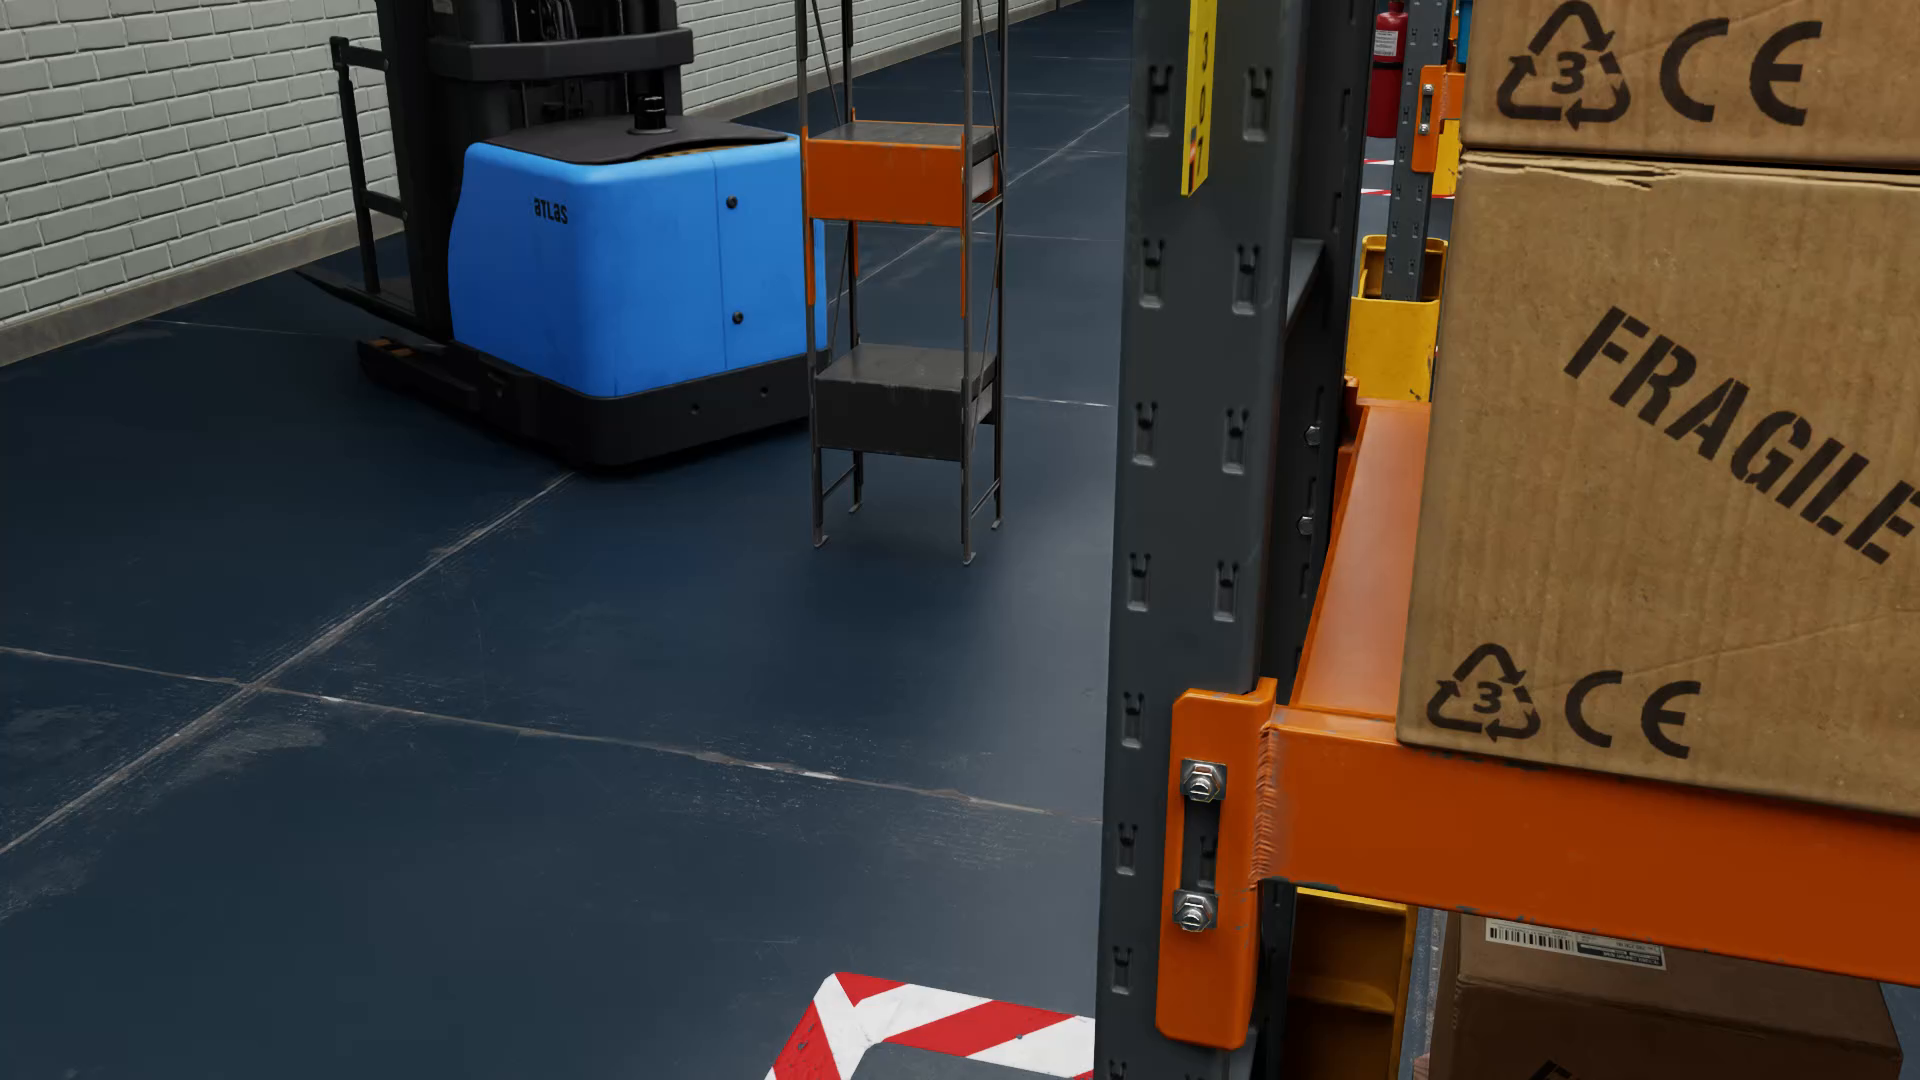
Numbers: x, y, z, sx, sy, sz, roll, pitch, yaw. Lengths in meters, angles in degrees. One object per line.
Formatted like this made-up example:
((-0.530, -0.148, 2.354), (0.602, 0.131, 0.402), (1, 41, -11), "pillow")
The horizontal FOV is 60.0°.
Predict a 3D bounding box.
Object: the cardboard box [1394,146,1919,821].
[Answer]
((0.683, -0.116, 1.469), (0.500, 0.500, 0.500), (7, 23, 17), "cardboard box")

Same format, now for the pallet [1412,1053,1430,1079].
((1.171, 1.171, 2.137), (1.213, 0.211, 1.003), (7, 23, 16), "pallet")

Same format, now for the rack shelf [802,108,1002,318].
((-0.158, -0.977, 4.921), (0.480, 0.518, 0.431), (7, 23, 16), "rack shelf")

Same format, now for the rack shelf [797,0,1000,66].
((-0.158, -1.625, 4.655), (0.480, 0.518, 0.431), (7, 23, 16), "rack shelf")

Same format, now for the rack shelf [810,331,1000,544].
((-0.158, -0.329, 5.187), (0.480, 0.518, 0.431), (7, 23, 16), "rack shelf")

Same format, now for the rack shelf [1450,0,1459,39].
((5.114, -3.261, 10.216), (4.000, 0.370, 1.077), (7, 23, 16), "rack shelf")

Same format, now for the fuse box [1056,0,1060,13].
((1.404, -8.175, 22.944), (0.414, 1.711, 0.539), (7, 23, 16), "fuse box")

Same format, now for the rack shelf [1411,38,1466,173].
((3.684, -1.462, 5.829), (4.000, 0.370, 1.077), (7, 23, 16), "rack shelf")

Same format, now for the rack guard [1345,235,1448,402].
((1.742, -0.855, 6.696), (0.348, 0.500, 1.175), (7, 23, 16), "rack guard")

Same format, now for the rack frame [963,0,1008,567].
((0.075, -0.963, 4.851), (0.015, 2.100, 0.400), (7, 23, 16), "rack frame")

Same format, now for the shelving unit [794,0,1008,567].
((-0.158, -0.990, 4.916), (0.503, 2.100, 0.431), (7, 23, 16), "shelving unit")

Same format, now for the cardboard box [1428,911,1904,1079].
((0.926, 0.709, 2.304), (0.500, 0.500, 0.500), (7, 23, 16), "cardboard box")

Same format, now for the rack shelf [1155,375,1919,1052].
((2.249, 0.338, 1.442), (4.000, 0.370, 1.077), (7, 23, 16), "rack shelf")

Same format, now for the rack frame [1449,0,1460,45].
((3.200, -3.813, 10.614), (0.127, 3.000, 1.000), (7, 23, 16), "rack frame")

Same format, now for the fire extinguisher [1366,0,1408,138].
((1.756, -1.987, 6.755), (0.183, 0.674, 0.296), (7, 23, 16), "fire extinguisher")

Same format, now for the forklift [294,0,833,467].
((-1.847, -2.085, 6.490), (1.130, 2.935, 3.031), (-19, 29, -39), "forklift")

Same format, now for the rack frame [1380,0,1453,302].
((1.769, -2.014, 6.227), (0.127, 3.000, 1.000), (7, 23, 16), "rack frame")

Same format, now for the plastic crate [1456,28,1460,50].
((2.143, -2.089, 6.284), (0.499, 0.435, 0.616), (7, 23, 16), "plastic crate")

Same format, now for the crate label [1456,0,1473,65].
((1.910, -1.817, 5.889), (0.303, 0.233, 0.416), (7, 23, 16), "crate label")

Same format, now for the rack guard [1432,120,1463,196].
((3.177, -2.659, 11.095), (0.348, 0.500, 1.175), (7, 23, 16), "rack guard")

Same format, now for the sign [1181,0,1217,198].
((0.178, -0.418, 1.195), (0.005, 0.325, 0.100), (7, 23, 16), "sign")

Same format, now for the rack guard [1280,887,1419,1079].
((0.407, 0.950, 2.294), (0.348, 0.500, 1.175), (7, 23, 16), "rack guard")

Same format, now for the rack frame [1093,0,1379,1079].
((0.334, -0.213, 1.837), (0.053, 2.616, 0.949), (7, 23, 16), "rack frame")

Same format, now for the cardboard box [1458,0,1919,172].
((0.683, -0.579, 1.279), (0.500, 0.500, 0.500), (7, 23, 17), "cardboard box")

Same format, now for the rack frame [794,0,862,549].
((-0.392, -1.016, 4.981), (0.015, 2.100, 0.400), (7, 23, 16), "rack frame")
